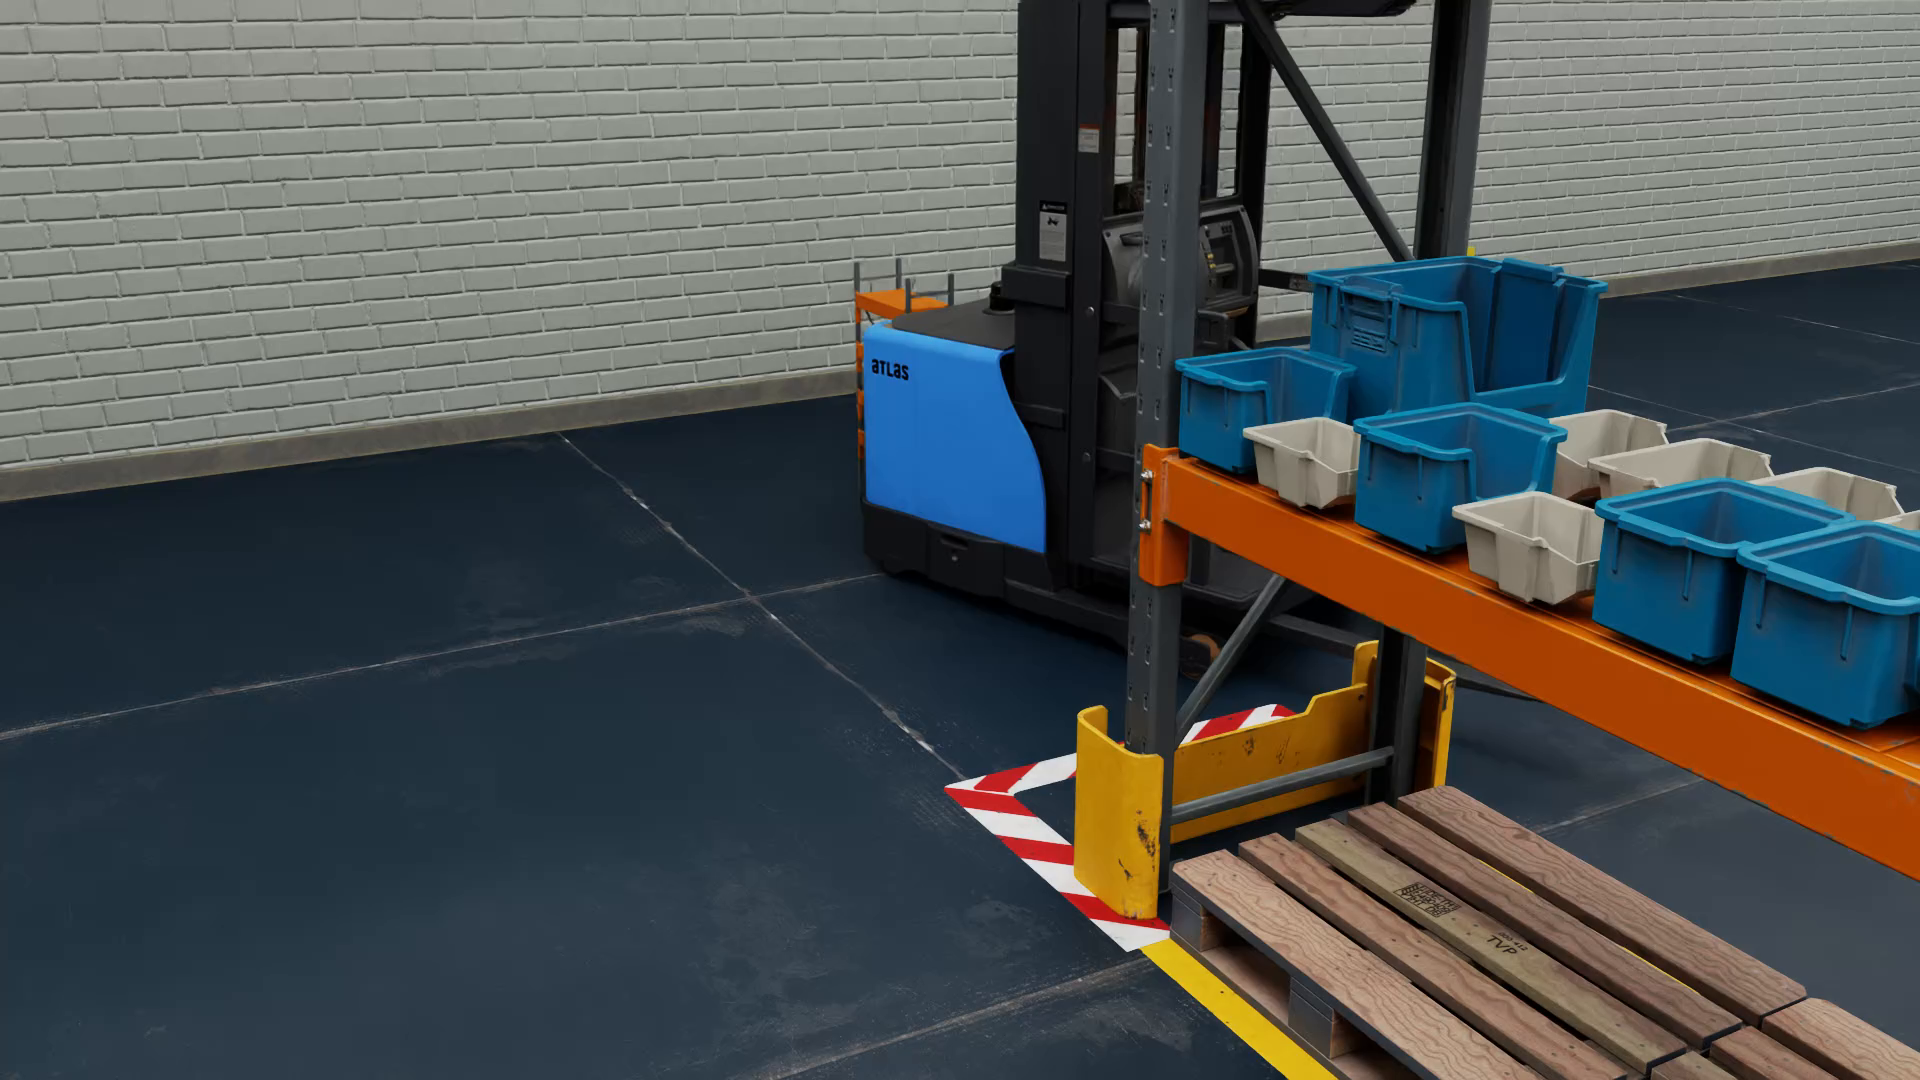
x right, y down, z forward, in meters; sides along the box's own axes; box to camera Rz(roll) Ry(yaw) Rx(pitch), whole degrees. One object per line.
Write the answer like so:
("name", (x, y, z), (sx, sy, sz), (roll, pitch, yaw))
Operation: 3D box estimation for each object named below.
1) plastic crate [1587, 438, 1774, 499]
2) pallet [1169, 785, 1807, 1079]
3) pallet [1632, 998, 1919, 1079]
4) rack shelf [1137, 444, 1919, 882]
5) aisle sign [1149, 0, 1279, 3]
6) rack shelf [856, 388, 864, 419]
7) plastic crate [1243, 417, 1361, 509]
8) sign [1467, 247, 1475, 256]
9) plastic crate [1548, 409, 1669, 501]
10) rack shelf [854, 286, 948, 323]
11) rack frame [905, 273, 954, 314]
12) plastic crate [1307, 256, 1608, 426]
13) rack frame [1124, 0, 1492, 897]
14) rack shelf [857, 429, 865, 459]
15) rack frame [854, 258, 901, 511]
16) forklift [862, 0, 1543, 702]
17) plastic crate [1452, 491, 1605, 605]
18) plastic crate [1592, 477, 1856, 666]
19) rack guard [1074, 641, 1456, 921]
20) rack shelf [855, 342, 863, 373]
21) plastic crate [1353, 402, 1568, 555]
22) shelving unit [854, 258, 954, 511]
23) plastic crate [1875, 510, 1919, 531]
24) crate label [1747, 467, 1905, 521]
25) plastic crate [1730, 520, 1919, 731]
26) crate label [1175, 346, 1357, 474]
("plastic crate", (1.597, -0.107, 3.655), (0.396, 0.136, 0.243), (-10, 21, -27))
("pallet", (1.282, 1.066, 4.218), (1.003, 0.211, 1.213), (-10, 21, -27))
("pallet", (1.858, 1.416, 3.204), (1.003, 0.211, 1.213), (-10, 21, -27))
("rack shelf", (1.875, 0.420, 2.920), (1.077, 0.370, 4.000), (-10, 21, -27))
("aisle sign", (0.629, -1.698, 3.969), (0.394, 0.787, 0.004), (-10, 21, -27))
("rack shelf", (-0.258, -0.599, 7.735), (0.258, 0.148, 0.480), (-11, 22, -29))
("plastic crate", (0.832, -0.172, 3.842), (0.250, 0.136, 0.298), (-10, 21, -27))
("sign", (1.401, -0.662, 4.700), (0.100, 0.325, 0.005), (-10, 21, -27))
("plastic crate", (1.472, -0.192, 3.902), (0.396, 0.136, 0.243), (-10, 21, -27))
("rack shelf", (-0.258, -1.034, 7.584), (0.258, 0.148, 0.480), (-11, 22, -29))
("rack frame", (-0.134, -0.594, 7.514), (0.240, 1.200, 0.015), (-11, 22, -29))
("plastic crate", (1.248, -0.473, 4.256), (0.616, 0.435, 0.499), (-10, 21, -27))
("rack frame", (0.925, -0.495, 4.466), (1.000, 3.000, 0.127), (-10, 21, -27))
("rack shelf", (-0.258, -0.411, 7.799), (0.258, 0.148, 0.480), (-11, 22, -29))
("rack frame", (-0.382, -0.731, 7.911), (0.240, 1.200, 0.015), (-11, 22, -29))
("forklift", (1.008, -1.062, 6.215), (3.031, 2.935, 1.130), (16, 25, 39))
("plastic crate", (1.154, 0.023, 3.278), (0.250, 0.136, 0.298), (-10, 21, -27))
("plastic crate", (1.378, 0.056, 3.035), (0.416, 0.233, 0.300), (-10, 21, -27))
("rack guard", (0.902, 0.682, 4.888), (1.175, 0.500, 0.348), (-10, 21, -27))
("rack shelf", (-0.258, -0.811, 7.662), (0.258, 0.148, 0.480), (-11, 22, -29))
("plastic crate", (1.065, -0.133, 3.583), (0.416, 0.233, 0.300), (-10, 21, -27))
("shelving unit", (-0.258, -0.663, 7.713), (0.258, 1.200, 0.503), (-11, 22, -29))
("plastic crate", (1.907, 0.051, 3.196), (0.298, 0.136, 0.250), (-10, 21, -27))
("crate label", (1.750, -0.031, 3.434), (0.396, 0.136, 0.243), (-10, 21, -27))
("plastic crate", (1.520, 0.142, 2.786), (0.416, 0.233, 0.300), (-10, 21, -27))
("crate label", (0.753, -0.322, 4.131), (0.416, 0.233, 0.303), (-10, 21, -27))
